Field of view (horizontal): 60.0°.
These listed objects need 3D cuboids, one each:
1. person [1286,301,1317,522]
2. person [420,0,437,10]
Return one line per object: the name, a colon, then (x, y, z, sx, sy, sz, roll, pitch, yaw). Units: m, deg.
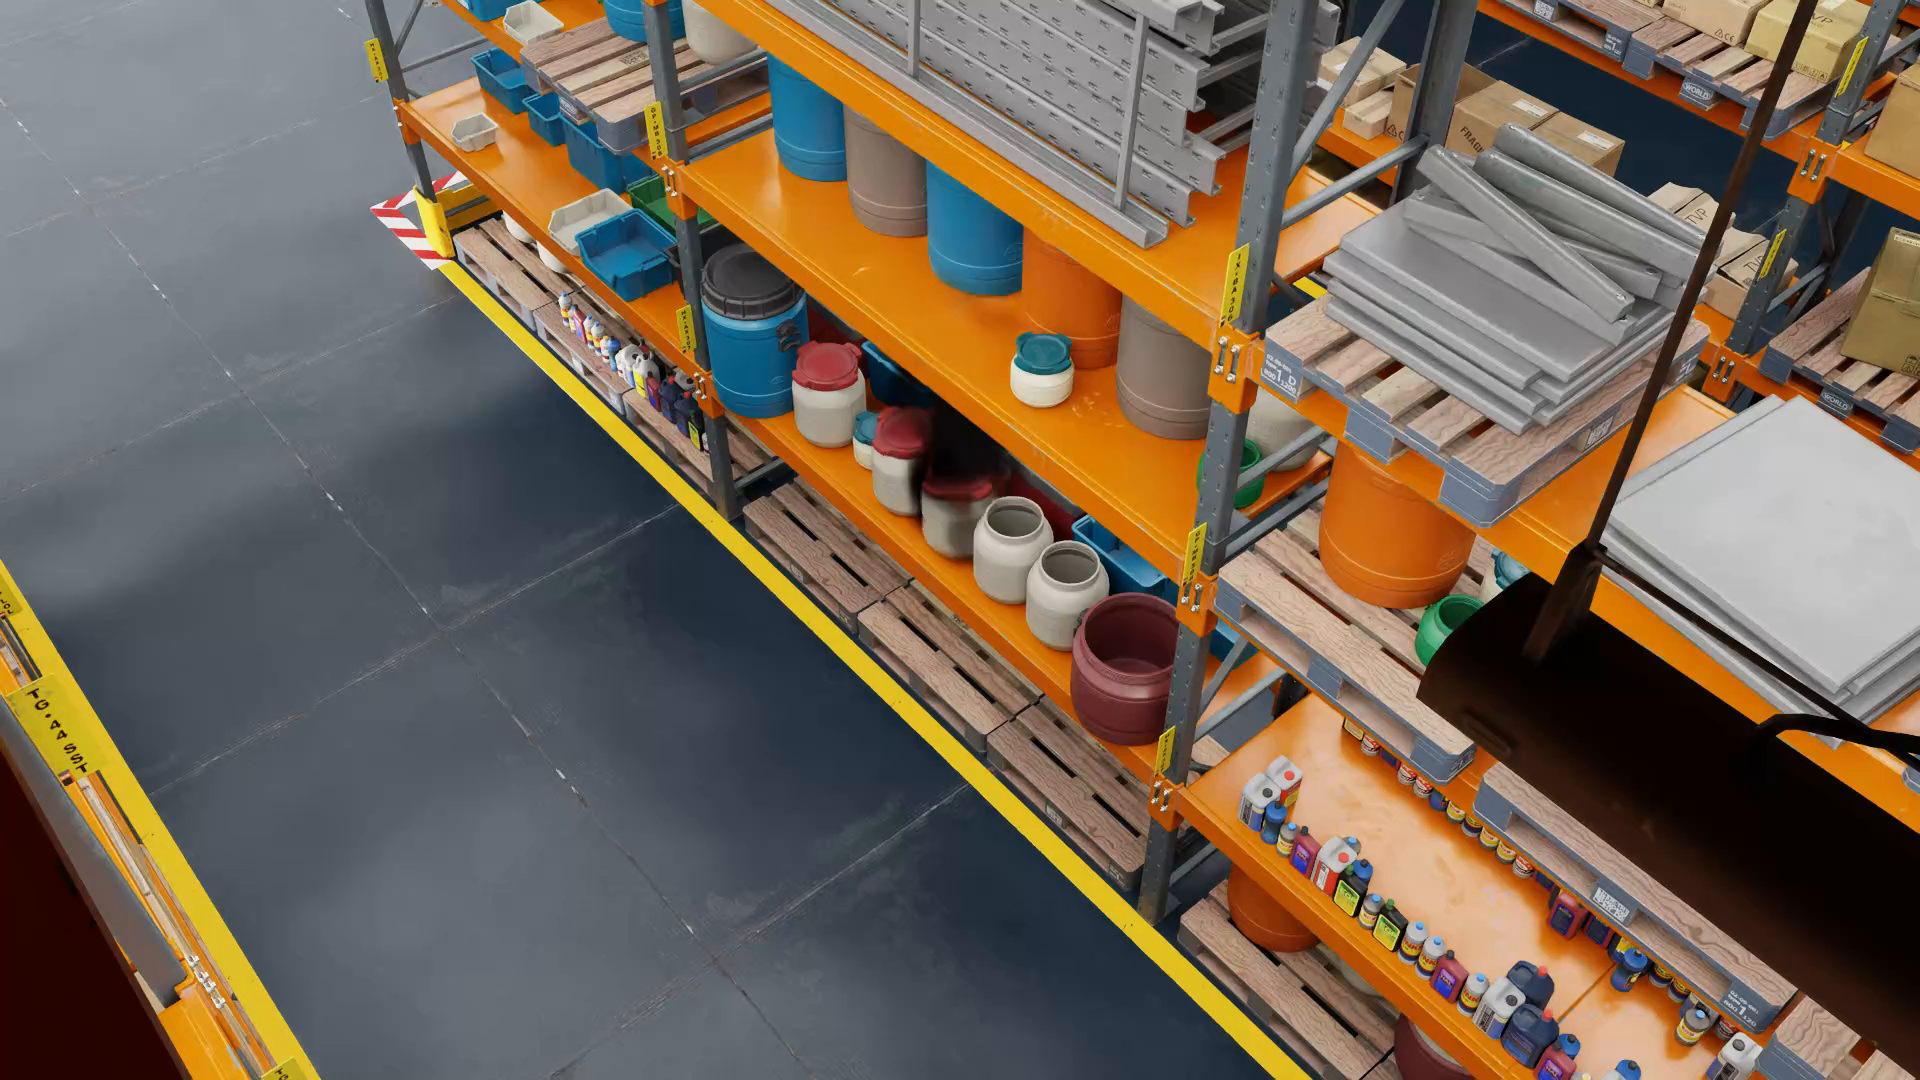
person: (2.027, -0.817, 10.246, 0.770, 1.639, 0.588, 33, 55, 27)
person: (-4.704, -5.686, 15.151, 0.882, 1.821, 0.648, -10, 47, -9)
